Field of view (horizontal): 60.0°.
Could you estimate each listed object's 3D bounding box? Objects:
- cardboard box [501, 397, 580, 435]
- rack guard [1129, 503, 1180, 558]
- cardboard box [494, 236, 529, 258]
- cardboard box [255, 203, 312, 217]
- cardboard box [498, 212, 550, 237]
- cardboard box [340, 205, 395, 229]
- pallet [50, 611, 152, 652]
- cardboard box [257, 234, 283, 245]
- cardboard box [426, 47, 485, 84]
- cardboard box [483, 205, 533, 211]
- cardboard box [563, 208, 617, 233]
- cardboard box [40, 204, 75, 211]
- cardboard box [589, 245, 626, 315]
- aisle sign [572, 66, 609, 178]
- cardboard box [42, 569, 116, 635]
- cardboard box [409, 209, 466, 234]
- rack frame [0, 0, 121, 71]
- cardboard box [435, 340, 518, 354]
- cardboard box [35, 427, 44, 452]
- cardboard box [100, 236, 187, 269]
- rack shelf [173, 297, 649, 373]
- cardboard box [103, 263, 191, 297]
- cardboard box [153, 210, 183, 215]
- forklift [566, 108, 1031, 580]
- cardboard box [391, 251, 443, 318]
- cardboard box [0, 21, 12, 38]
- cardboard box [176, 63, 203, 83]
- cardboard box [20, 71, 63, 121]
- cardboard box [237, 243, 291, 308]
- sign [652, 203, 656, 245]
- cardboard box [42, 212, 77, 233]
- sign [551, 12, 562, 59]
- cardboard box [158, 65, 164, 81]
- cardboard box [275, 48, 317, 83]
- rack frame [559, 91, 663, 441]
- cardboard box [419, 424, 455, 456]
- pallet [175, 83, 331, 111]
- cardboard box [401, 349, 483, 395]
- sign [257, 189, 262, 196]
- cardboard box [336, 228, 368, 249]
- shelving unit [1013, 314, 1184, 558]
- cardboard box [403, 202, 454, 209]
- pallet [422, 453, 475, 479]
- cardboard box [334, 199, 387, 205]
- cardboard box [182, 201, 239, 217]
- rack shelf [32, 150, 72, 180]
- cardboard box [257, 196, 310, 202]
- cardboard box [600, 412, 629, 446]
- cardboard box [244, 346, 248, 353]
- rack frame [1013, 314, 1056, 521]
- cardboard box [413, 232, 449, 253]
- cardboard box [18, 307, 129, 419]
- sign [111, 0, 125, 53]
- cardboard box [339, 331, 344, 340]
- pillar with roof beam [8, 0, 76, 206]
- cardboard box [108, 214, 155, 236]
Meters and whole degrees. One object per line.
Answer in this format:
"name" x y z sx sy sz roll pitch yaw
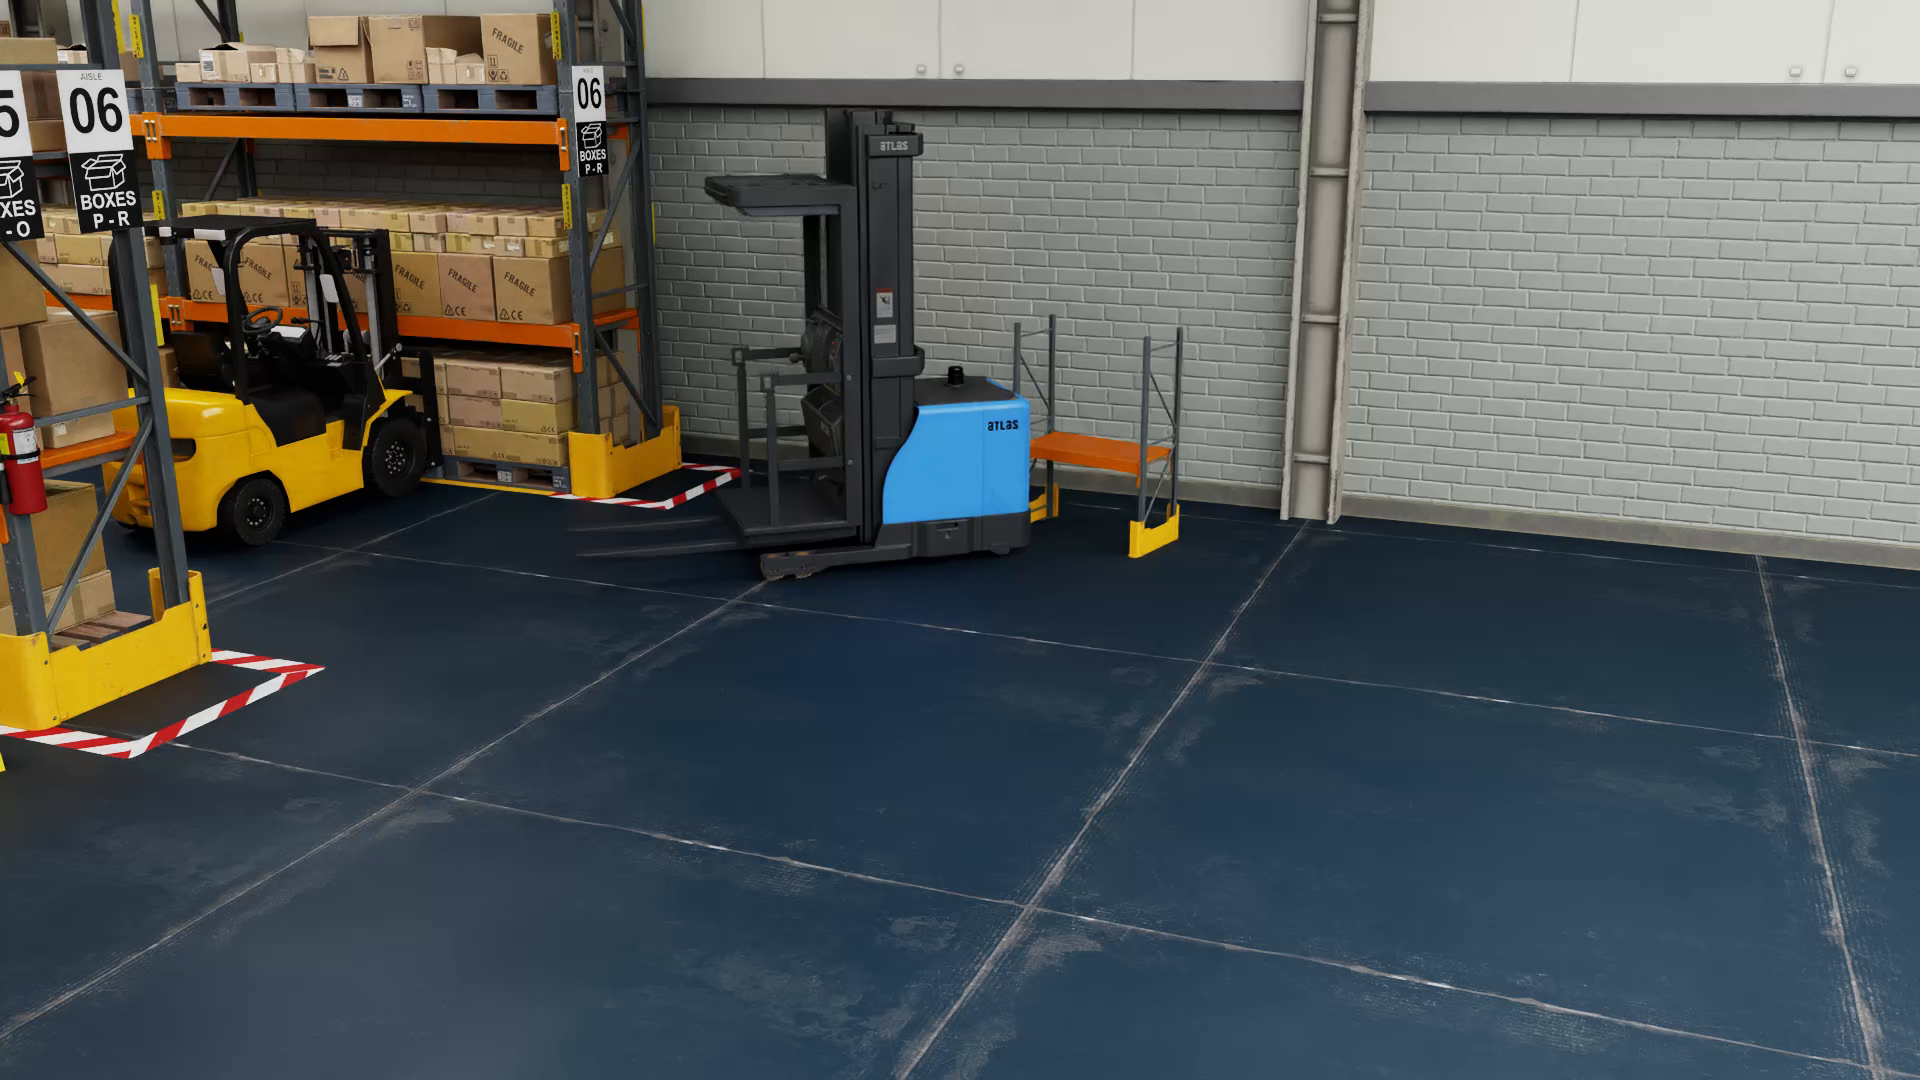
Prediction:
"cardboard box" -3.245 -1.013 13.066 0.500 0.250 0.500 6 17 20
"rack guard" 1.342 -0.070 11.467 0.087 0.250 0.587 11 20 34
"cardboard box" -3.352 -2.264 12.749 0.250 0.149 0.380 7 17 22
"cardboard box" -5.492 -2.645 13.529 0.250 0.149 0.380 7 17 22
"cardboard box" -3.329 -2.425 12.769 0.250 0.149 0.380 6 17 21
"cardboard box" -4.745 -2.593 13.349 0.250 0.149 0.380 6 17 21
"pallet" -5.309 0.604 9.216 1.213 0.211 1.003 6 17 21
"cardboard box" -5.502 -2.501 13.566 0.250 0.149 0.380 7 17 22
"cardboard box" -3.796 -3.581 12.556 0.258 0.266 0.396 6 17 21
"cardboard box" -3.618 -2.603 13.385 0.250 0.149 0.380 6 17 21
"cardboard box" -2.912 -2.515 13.082 0.250 0.149 0.380 6 17 20
"cardboard box" -8.308 -2.968 15.175 0.250 0.149 0.380 7 18 22
"cardboard box" -3.037 -2.094 13.327 0.500 0.500 0.500 7 18 22
"aisle sign" -2.724 -3.089 12.270 0.004 0.787 0.394 6 17 21
"cardboard box" -5.144 0.329 9.339 0.500 0.250 0.500 6 17 20
"cardboard box" -4.070 -2.487 12.984 0.250 0.149 0.380 7 18 22
"rack frame" -4.495 -3.517 7.646 0.127 3.000 1.000 6 17 21
"cardboard box" -3.983 -1.487 13.801 0.500 0.250 0.500 6 17 20
"cardboard box" -4.922 -0.498 8.458 0.250 0.149 0.380 7 18 22
"cardboard box" -6.949 -2.484 14.224 0.500 0.250 0.500 6 17 19
"rack shelf" -4.538 -1.782 13.723 4.000 0.370 1.077 6 17 21
"cardboard box" -6.963 -2.244 14.292 0.500 0.250 0.500 7 17 22
"cardboard box" -6.877 -2.825 14.680 0.250 0.149 0.380 6 17 19
"forklift" -1.092 -1.310 10.929 3.031 2.935 1.130 -5 17 -17
"cardboard box" -4.188 -2.061 13.214 0.500 0.500 0.500 6 17 20
"cardboard box" -8.588 -4.238 14.401 0.500 0.500 0.500 7 17 22
"cardboard box" -6.093 -3.777 13.443 0.250 0.149 0.380 7 17 22
"cardboard box" -4.865 -2.267 8.459 0.500 0.250 0.500 6 17 20
"cardboard box" -5.591 -2.218 13.755 0.500 0.500 0.500 7 17 22
"sign" -2.468 -2.520 13.280 0.005 0.325 0.100 6 17 21
"cardboard box" -7.767 -2.765 14.476 0.250 0.149 0.380 6 17 19
"sign" -2.890 -3.612 11.908 0.005 0.325 0.100 6 17 21
"cardboard box" -7.116 -4.040 14.346 0.250 0.149 0.380 6 17 21
"cardboard box" -5.129 -3.728 13.061 0.258 0.266 0.396 6 17 19
"rack frame" -2.678 -1.923 12.918 0.127 3.000 1.000 6 17 21
"cardboard box" -4.152 -0.877 13.494 0.500 0.250 0.500 6 17 21
"pallet" -5.596 -3.650 13.644 1.213 0.211 1.003 6 17 21
"cardboard box" -4.171 -1.351 13.331 0.500 0.250 0.500 7 17 21
"sign" -6.197 -2.930 14.692 0.005 0.325 0.100 6 17 21
"cardboard box" -4.768 -2.428 13.313 0.250 0.149 0.380 6 17 19
"shelving unit" 0.935 -0.750 11.568 1.083 1.500 0.587 11 20 34
"cardboard box" -4.340 -2.681 13.652 0.250 0.149 0.380 6 17 21
"pallet" -4.535 -0.777 13.970 1.213 0.211 1.003 6 17 21
"cardboard box" -5.032 -2.779 13.991 0.250 0.149 0.380 6 17 20
"cardboard box" -6.211 -2.725 13.804 0.250 0.149 0.380 7 17 22
"rack shelf" -6.356 -1.935 8.869 4.000 0.370 1.077 6 17 21
"cardboard box" -5.773 -2.844 14.214 0.250 0.149 0.380 6 17 19
"cardboard box" -3.063 -0.905 13.591 0.500 0.250 0.500 6 17 21
"cardboard box" -5.592 -1.508 13.873 0.500 0.250 0.500 6 17 21
"rack frame" 0.527 -0.831 11.844 0.032 1.500 0.500 11 20 34
"cardboard box" -4.063 -2.350 13.045 0.250 0.149 0.380 6 17 19
"cardboard box" -4.834 -0.947 8.842 0.500 0.500 0.500 6 17 20
"sign" -4.297 -2.637 8.427 0.005 0.325 0.100 6 17 21
"cardboard box" -5.393 -1.646 14.347 0.500 0.250 0.500 6 17 20
"pillar with roof beam" -10.156 -4.607 11.401 0.400 9.000 9.100 6 17 21
"cardboard box" -7.045 -2.691 14.220 0.250 0.149 0.380 6 17 20
